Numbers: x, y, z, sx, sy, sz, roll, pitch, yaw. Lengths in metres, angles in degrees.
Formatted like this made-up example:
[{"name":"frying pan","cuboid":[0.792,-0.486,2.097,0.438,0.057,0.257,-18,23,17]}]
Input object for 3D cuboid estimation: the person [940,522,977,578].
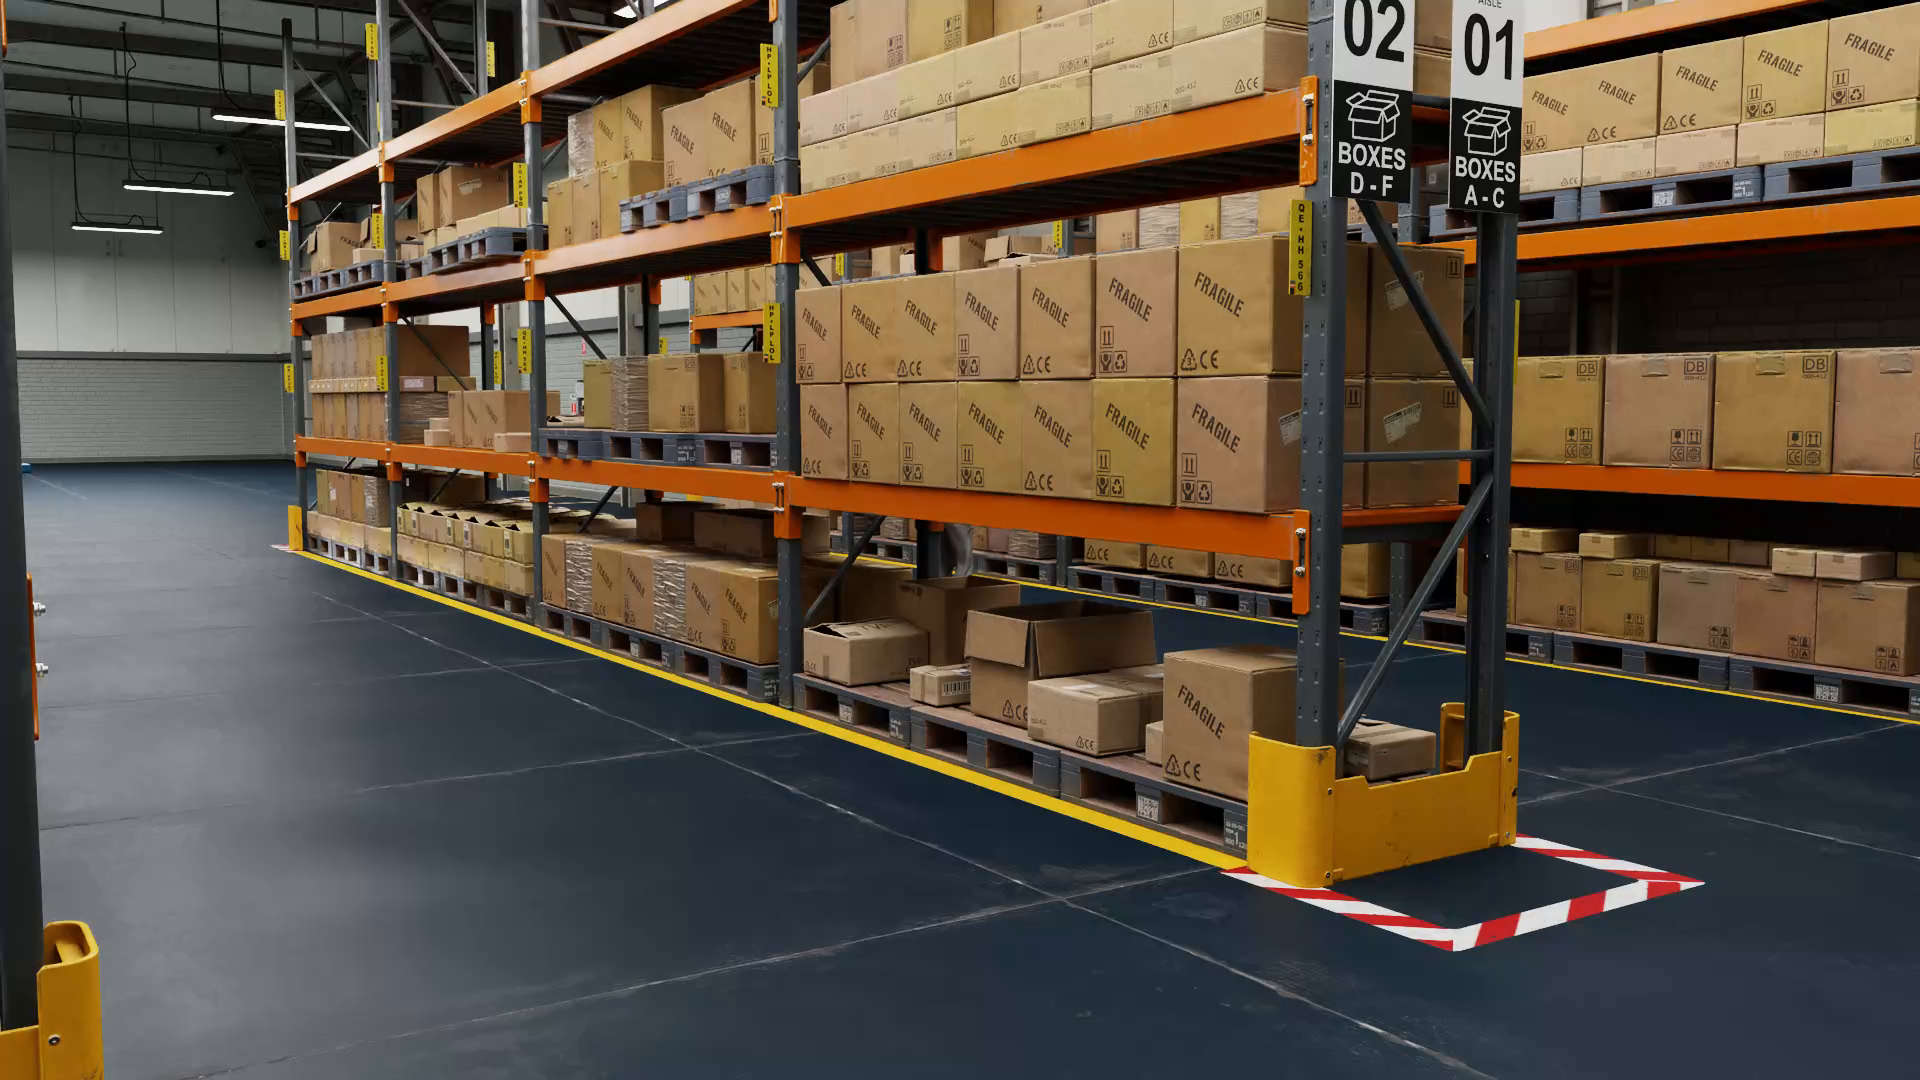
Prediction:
[{"name":"person","cuboid":[-0.062,-0.178,12.693,0.373,1.662,0.523,-3,6,-36]}]
